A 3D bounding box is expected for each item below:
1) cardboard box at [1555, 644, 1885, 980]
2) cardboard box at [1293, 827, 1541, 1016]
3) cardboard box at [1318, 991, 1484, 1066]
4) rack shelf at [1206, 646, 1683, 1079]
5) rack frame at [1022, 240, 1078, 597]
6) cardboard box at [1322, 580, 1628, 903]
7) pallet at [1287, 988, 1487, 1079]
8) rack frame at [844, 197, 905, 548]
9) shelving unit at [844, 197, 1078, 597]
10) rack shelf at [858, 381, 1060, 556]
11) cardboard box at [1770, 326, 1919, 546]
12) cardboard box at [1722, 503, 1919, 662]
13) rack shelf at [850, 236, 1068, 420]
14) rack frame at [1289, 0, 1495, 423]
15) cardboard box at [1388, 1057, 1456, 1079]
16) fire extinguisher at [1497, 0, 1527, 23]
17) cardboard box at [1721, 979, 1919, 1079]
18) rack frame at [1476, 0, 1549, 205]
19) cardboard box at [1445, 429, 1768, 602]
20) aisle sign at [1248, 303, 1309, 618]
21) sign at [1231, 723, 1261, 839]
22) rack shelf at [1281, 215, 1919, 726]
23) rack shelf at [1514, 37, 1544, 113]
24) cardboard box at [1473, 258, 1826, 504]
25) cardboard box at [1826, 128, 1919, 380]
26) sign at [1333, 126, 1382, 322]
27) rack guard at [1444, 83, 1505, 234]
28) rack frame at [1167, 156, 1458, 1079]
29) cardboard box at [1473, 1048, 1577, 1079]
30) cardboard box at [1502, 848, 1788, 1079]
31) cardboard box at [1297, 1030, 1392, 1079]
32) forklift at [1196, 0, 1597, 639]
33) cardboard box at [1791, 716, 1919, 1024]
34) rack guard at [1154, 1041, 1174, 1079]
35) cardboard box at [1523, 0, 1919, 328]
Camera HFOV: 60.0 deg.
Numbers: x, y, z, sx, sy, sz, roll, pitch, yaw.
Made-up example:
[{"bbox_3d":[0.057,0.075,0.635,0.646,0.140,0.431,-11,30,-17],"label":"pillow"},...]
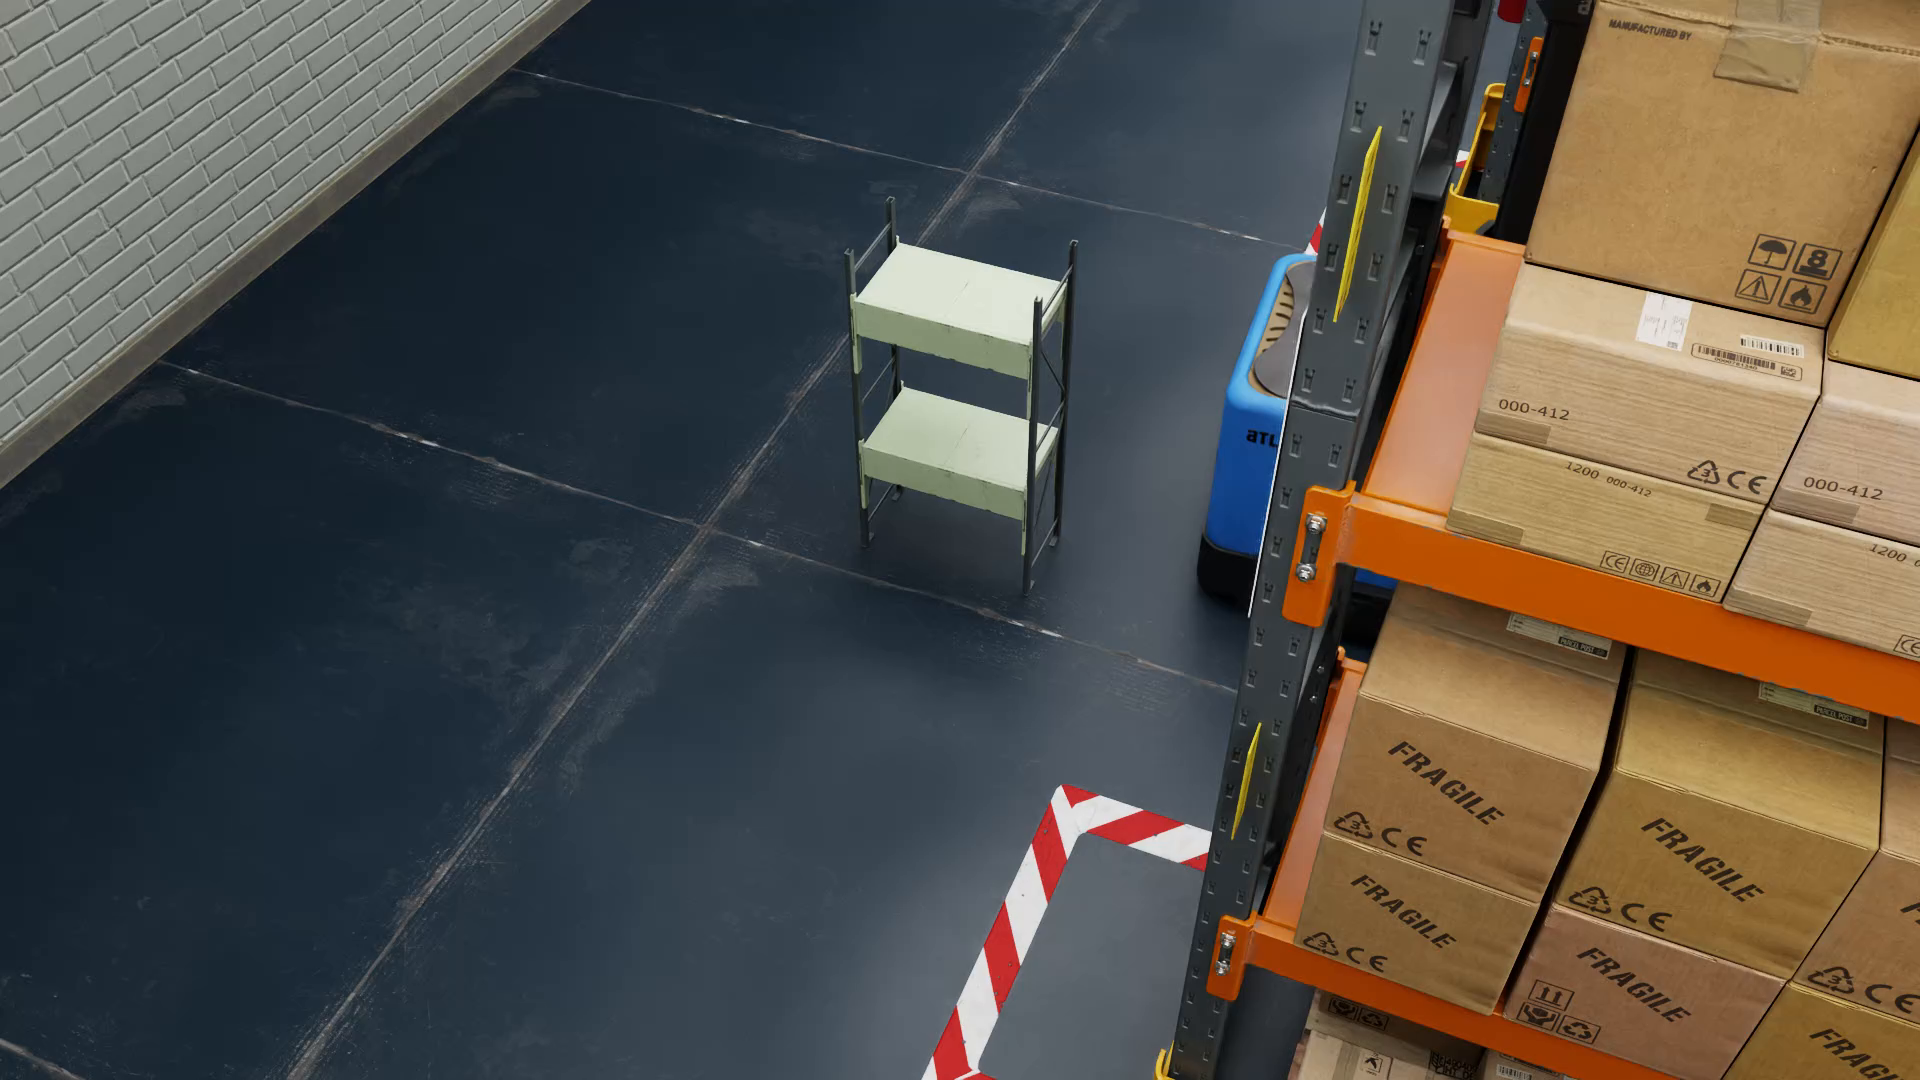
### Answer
[{"bbox_3d":[1.655,0.544,3.635,0.500,0.500,0.500,17,47,16],"label":"cardboard box"},{"bbox_3d":[1.170,0.762,4.126,0.500,0.500,0.500,17,47,17],"label":"cardboard box"},{"bbox_3d":[1.458,1.223,5.194,0.500,0.500,0.500,16,47,16],"label":"cardboard box"},{"bbox_3d":[2.708,1.303,4.162,4.000,0.370,1.077,16,47,16],"label":"rack shelf"},{"bbox_3d":[0.344,-0.430,6.458,0.023,1.500,0.400,16,47,16],"label":"rack frame"},{"bbox_3d":[1.170,0.407,3.773,0.500,0.500,0.500,18,48,17],"label":"cardboard box"},{"bbox_3d":[1.668,1.730,5.200,1.213,0.211,1.003,16,47,16],"label":"pallet"},{"bbox_3d":[-0.332,-0.629,6.658,0.023,1.500,0.400,16,47,16],"label":"rack frame"},{"bbox_3d":[0.006,-0.530,6.558,0.755,1.500,0.431,16,47,16],"label":"shelving unit"},{"bbox_3d":[0.006,-0.299,6.788,0.720,0.370,0.431,16,47,16],"label":"rack shelf"},{"bbox_3d":[1.694,-0.233,2.821,0.500,0.250,0.500,16,47,16],"label":"cardboard box"},{"bbox_3d":[1.694,-0.056,2.998,0.500,0.250,0.500,16,47,16],"label":"cardboard box"},{"bbox_3d":[0.006,-0.807,6.283,0.720,0.370,0.431,16,47,16],"label":"rack shelf"},{"bbox_3d":[0.862,-1.621,2.339,0.127,3.000,1.000,16,47,16],"label":"rack frame"},{"bbox_3d":[1.347,1.759,4.891,0.250,0.166,0.380,16,47,16],"label":"cardboard box"},{"bbox_3d":[2.808,-2.895,8.192,0.183,0.674,0.296,16,47,16],"label":"fire extinguisher"},{"bbox_3d":[2.110,1.037,3.849,0.500,0.500,0.500,16,47,16],"label":"cardboard box"},{"bbox_3d":[2.772,-2.718,7.694,0.127,3.000,1.000,16,47,16],"label":"rack frame"},{"bbox_3d":[1.238,-0.200,3.143,0.500,0.250,0.500,16,47,16],"label":"cardboard box"},{"bbox_3d":[0.686,-0.244,3.364,0.004,0.787,0.394,16,47,16],"label":"aisle sign"},{"bbox_3d":[0.653,0.552,3.794,0.005,0.325,0.100,16,47,16],"label":"sign"},{"bbox_3d":[2.708,0.240,3.104,4.000,0.370,1.077,16,47,16],"label":"rack shelf"},{"bbox_3d":[4.618,-1.920,7.402,4.000,0.370,1.077,16,47,16],"label":"rack shelf"},{"bbox_3d":[1.236,-0.373,2.963,0.500,0.250,0.500,16,47,16],"label":"cardboard box"},{"bbox_3d":[1.771,-0.628,2.687,0.500,0.500,0.700,16,47,16],"label":"cardboard box"},{"bbox_3d":[0.653,-0.515,2.733,0.005,0.325,0.100,16,47,16],"label":"sign"},{"bbox_3d":[2.745,-1.830,8.574,0.348,0.500,1.175,16,47,16],"label":"rack guard"},{"bbox_3d":[0.862,0.505,4.455,0.127,3.000,1.000,16,47,16],"label":"rack frame"},{"bbox_3d":[1.716,1.792,4.799,0.500,0.250,0.500,16,47,16],"label":"cardboard box"},{"bbox_3d":[1.648,0.898,3.988,0.500,0.500,0.500,16,47,15],"label":"cardboard box"},{"bbox_3d":[1.116,1.697,4.966,0.250,0.149,0.380,16,47,16],"label":"cardboard box"},{"bbox_3d":[2.547,-0.789,5.804,3.031,2.935,1.130,14,47,14],"label":"forklift"},{"bbox_3d":[2.115,0.684,3.496,0.500,0.500,0.500,17,47,16],"label":"cardboard box"},{"bbox_3d":[0.932,1.412,5.315,0.348,0.500,1.175,16,47,16],"label":"rack guard"},{"bbox_3d":[1.342,-0.819,2.879,0.500,0.500,0.700,16,47,16],"label":"cardboard box"}]
